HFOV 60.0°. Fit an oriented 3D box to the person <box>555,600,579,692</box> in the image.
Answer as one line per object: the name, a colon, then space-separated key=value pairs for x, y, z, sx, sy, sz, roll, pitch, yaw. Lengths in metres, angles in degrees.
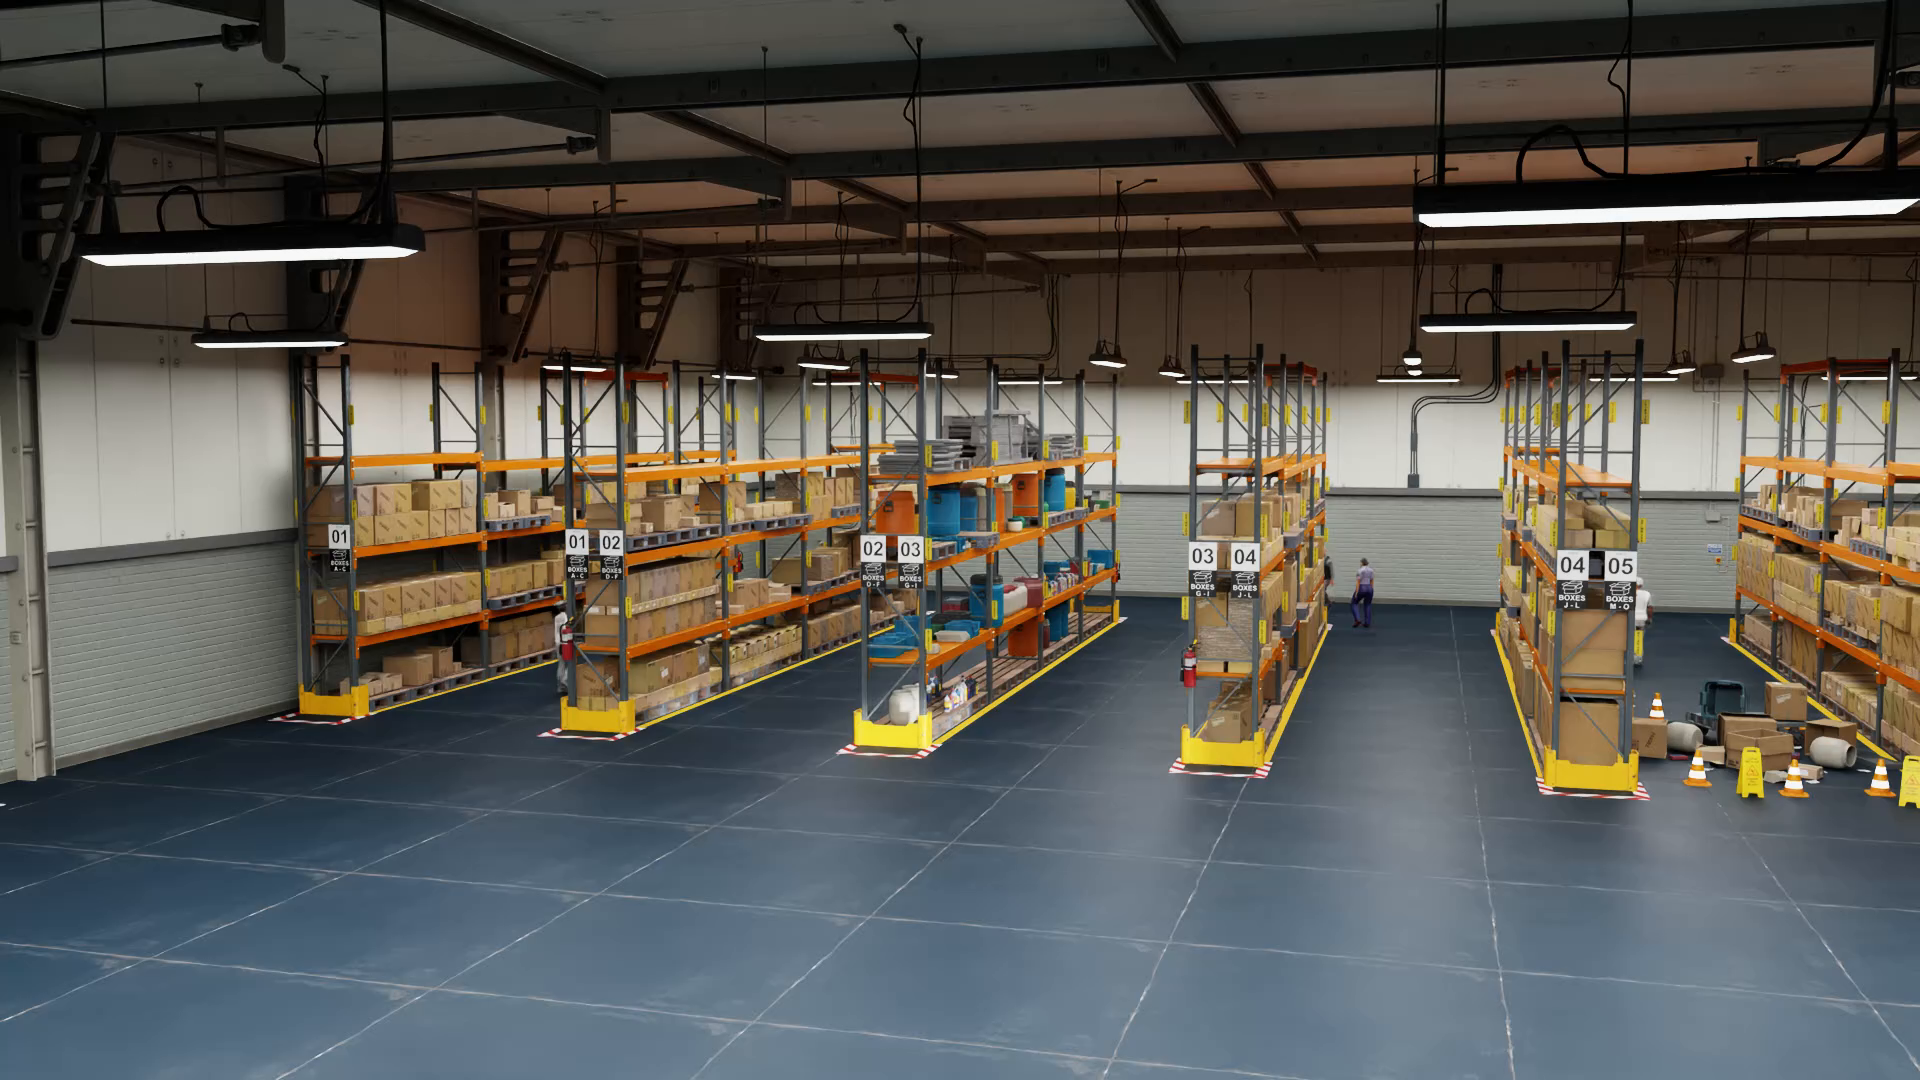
person: x=-7.156 y=1.905 z=30.071 sx=0.527 sy=1.676 sz=0.487 roll=2 pitch=5 yaw=26

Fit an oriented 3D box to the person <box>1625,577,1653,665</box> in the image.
person: x=13.598 y=1.631 z=33.357 sx=0.639 sy=1.766 sz=0.647 roll=0 pitch=4 yaw=-2

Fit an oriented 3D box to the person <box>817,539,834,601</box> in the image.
person: x=-3.632 y=0.825 z=44.056 sx=1.084 sy=1.707 sz=0.528 roll=2 pitch=5 yaw=22

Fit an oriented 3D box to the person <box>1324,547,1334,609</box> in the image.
person: x=9.175 y=1.003 z=42.062 sx=1.090 sy=1.670 sz=0.553 roll=-4 pitch=6 yaw=-43

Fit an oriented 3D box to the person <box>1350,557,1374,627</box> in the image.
person: x=9.526 y=1.254 z=39.338 sx=0.536 sy=1.698 sz=0.413 roll=-2 pitch=5 yaw=-21
